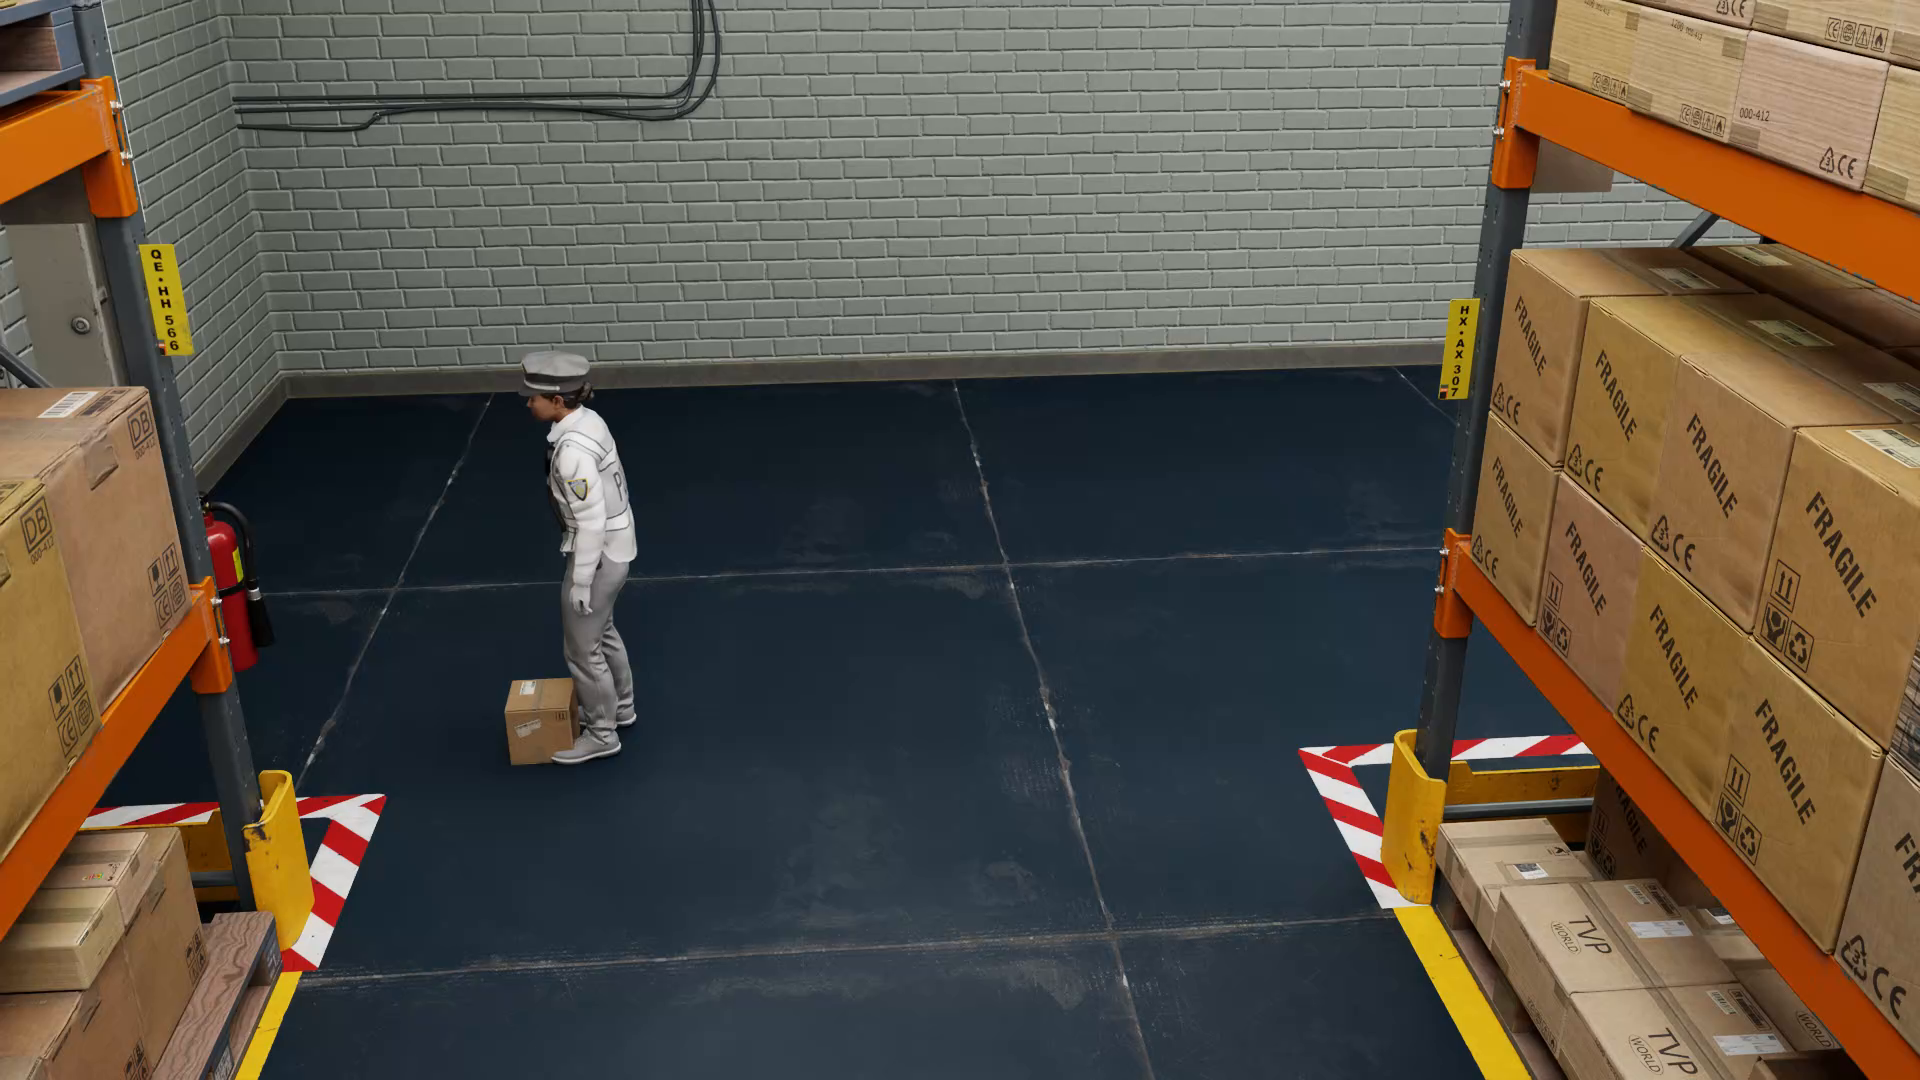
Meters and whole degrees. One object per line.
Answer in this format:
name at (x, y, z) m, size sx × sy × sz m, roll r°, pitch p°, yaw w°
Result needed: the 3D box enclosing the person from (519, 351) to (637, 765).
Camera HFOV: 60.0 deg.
person at (-1.456, 0.074, 6.428) m, size 0.414 × 1.664 × 0.546 m, roll -4°, pitch 24°, yaw -8°
